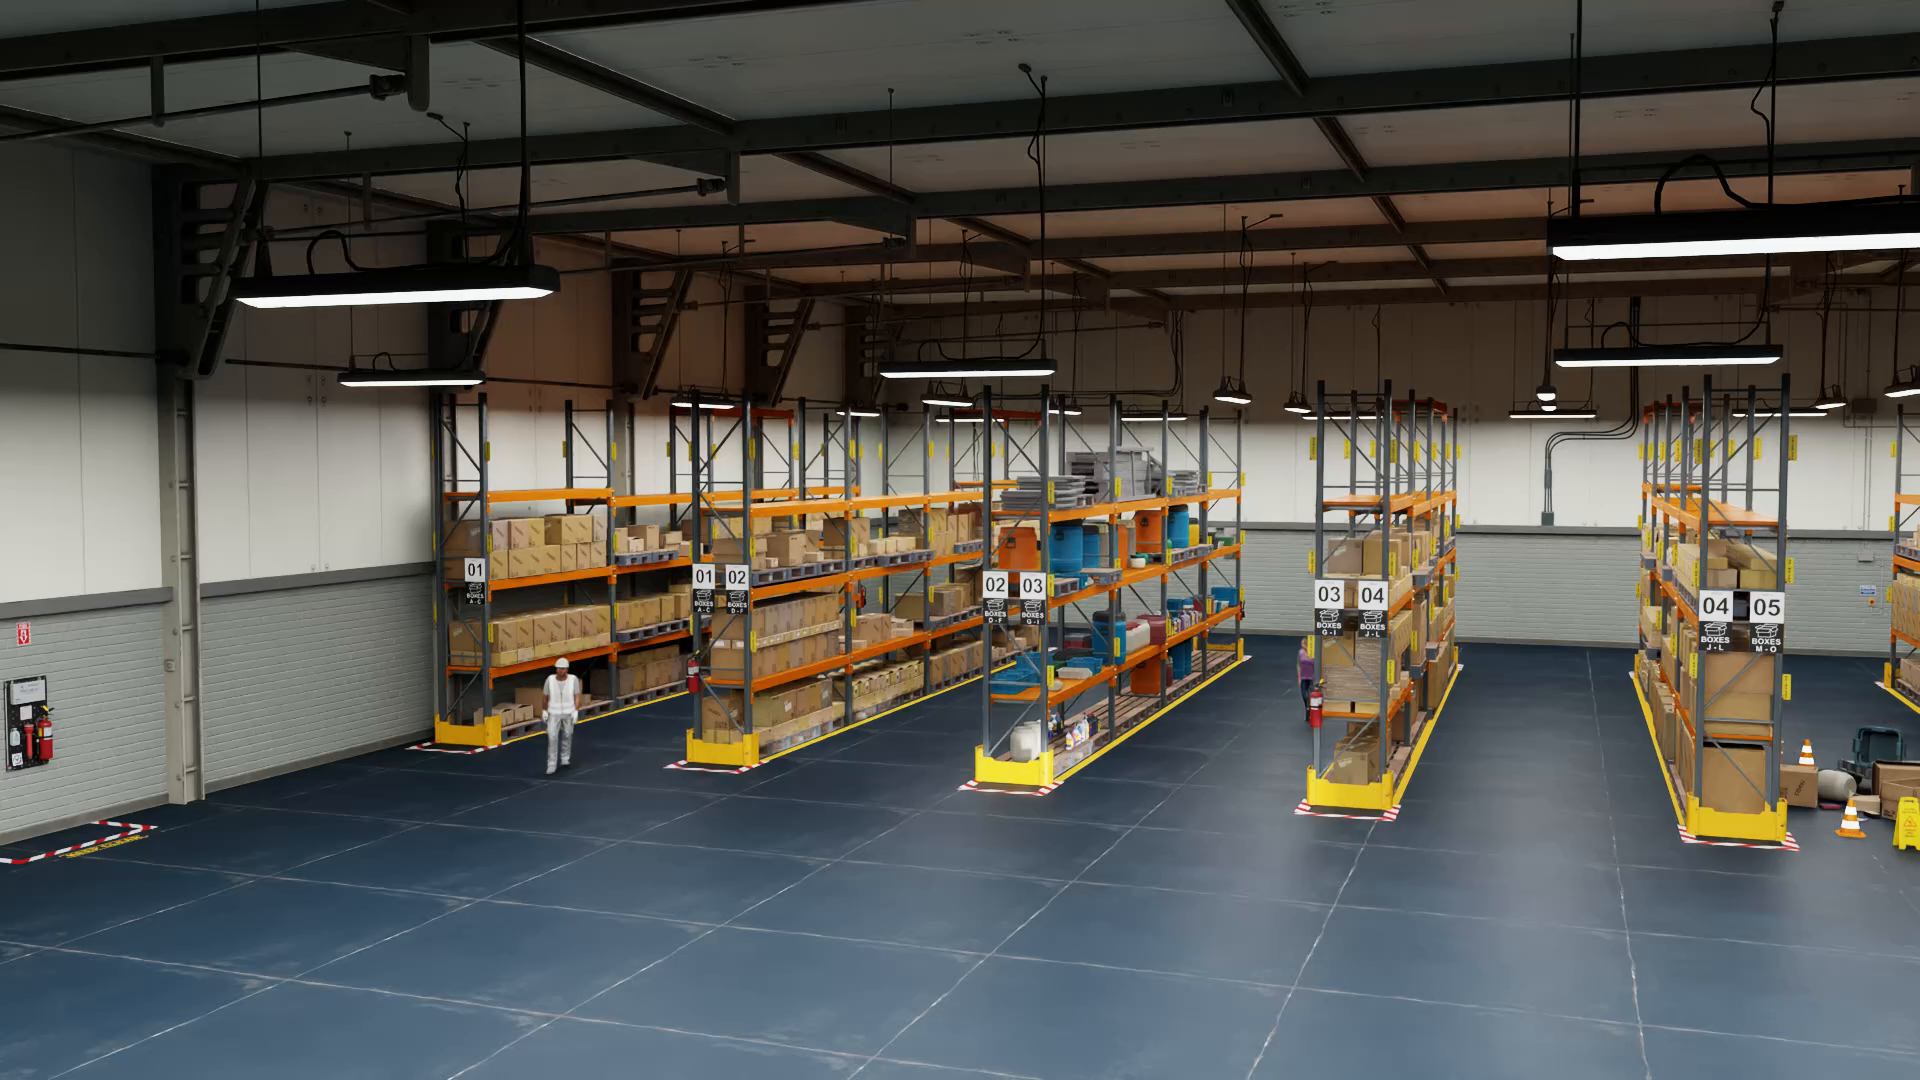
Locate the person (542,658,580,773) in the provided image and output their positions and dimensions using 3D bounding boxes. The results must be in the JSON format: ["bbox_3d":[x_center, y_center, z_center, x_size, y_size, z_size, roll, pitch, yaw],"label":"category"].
[{"bbox_3d":[-6.250,2.716,26.076,0.573,1.736,0.943,-1,3,-18],"label":"person"}]

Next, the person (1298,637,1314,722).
[{"bbox_3d":[6.503,2.579,30.835,0.499,1.578,0.456,2,4,34],"label":"person"}]
